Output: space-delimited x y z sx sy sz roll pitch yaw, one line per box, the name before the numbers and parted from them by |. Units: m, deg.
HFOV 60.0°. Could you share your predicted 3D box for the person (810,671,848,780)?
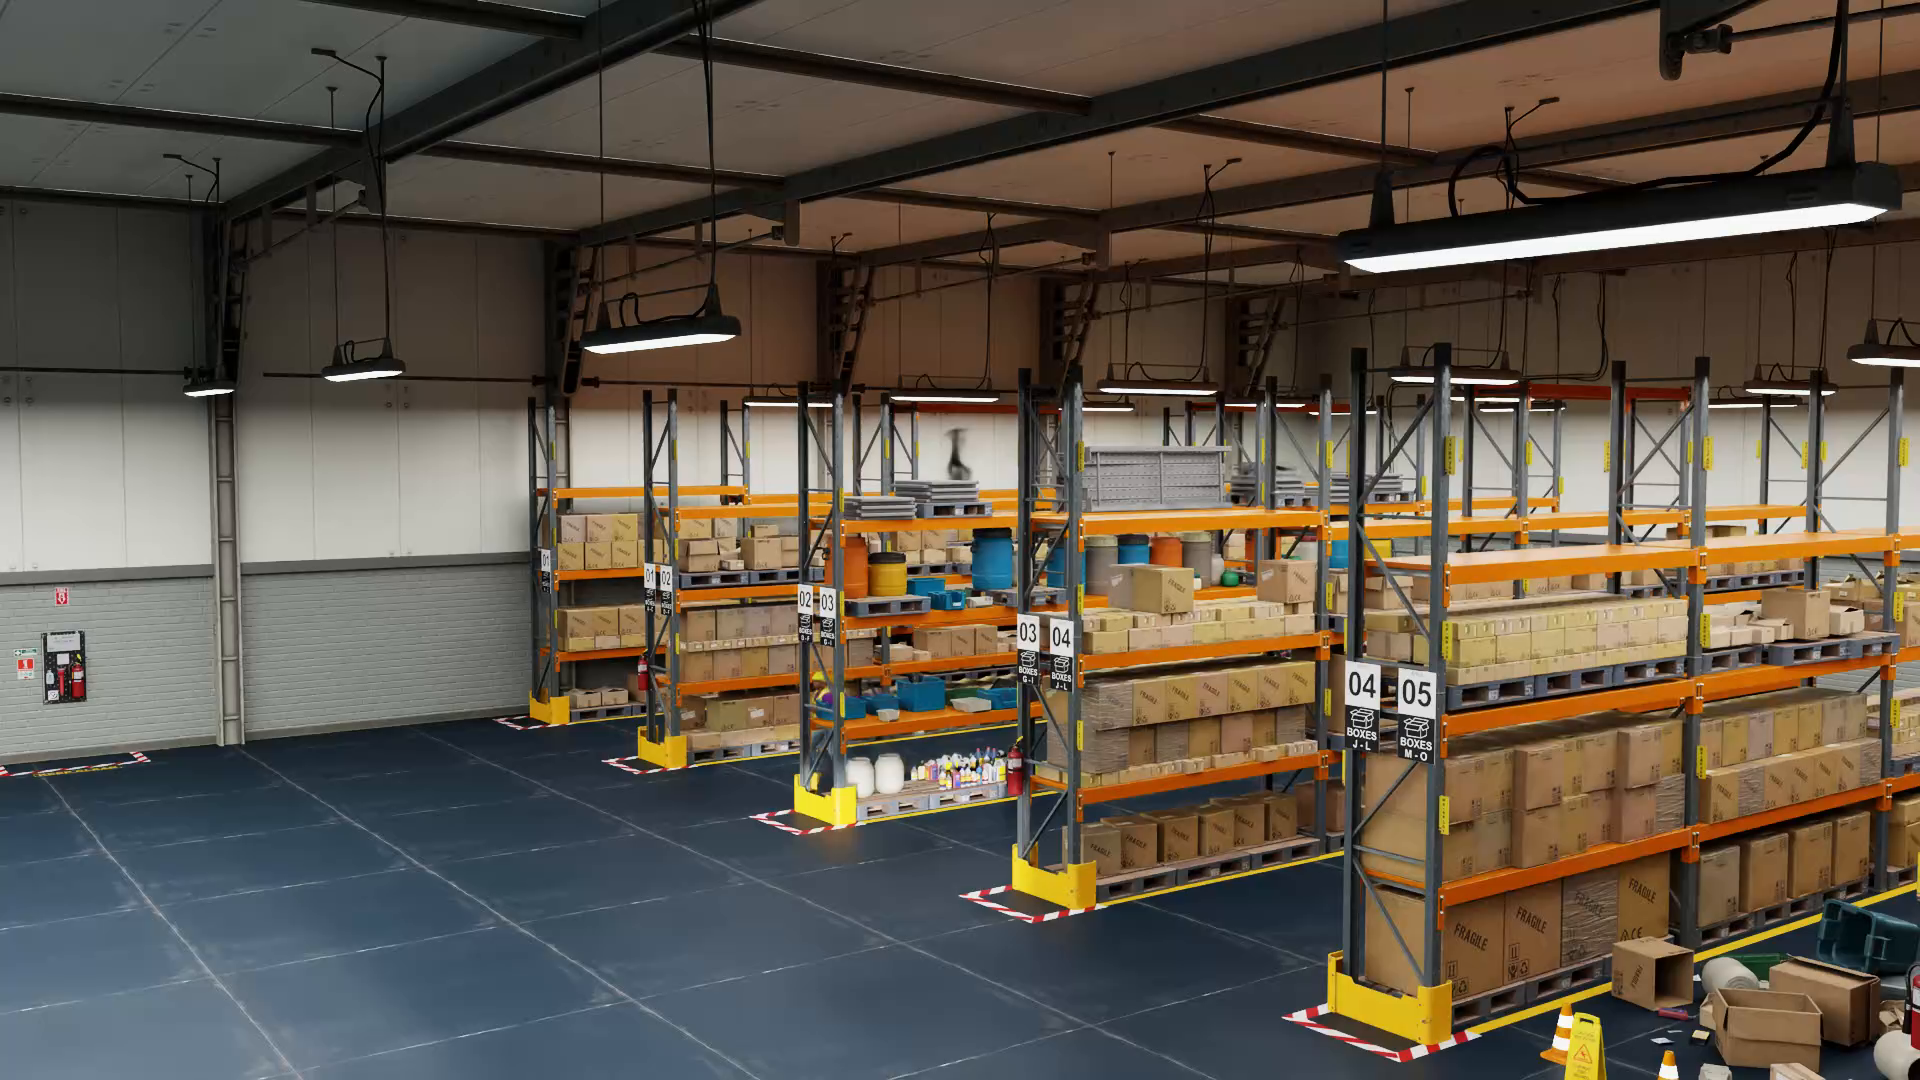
person | -1.967 2.852 25.010 0.825 1.818 0.691 -2 4 -34
